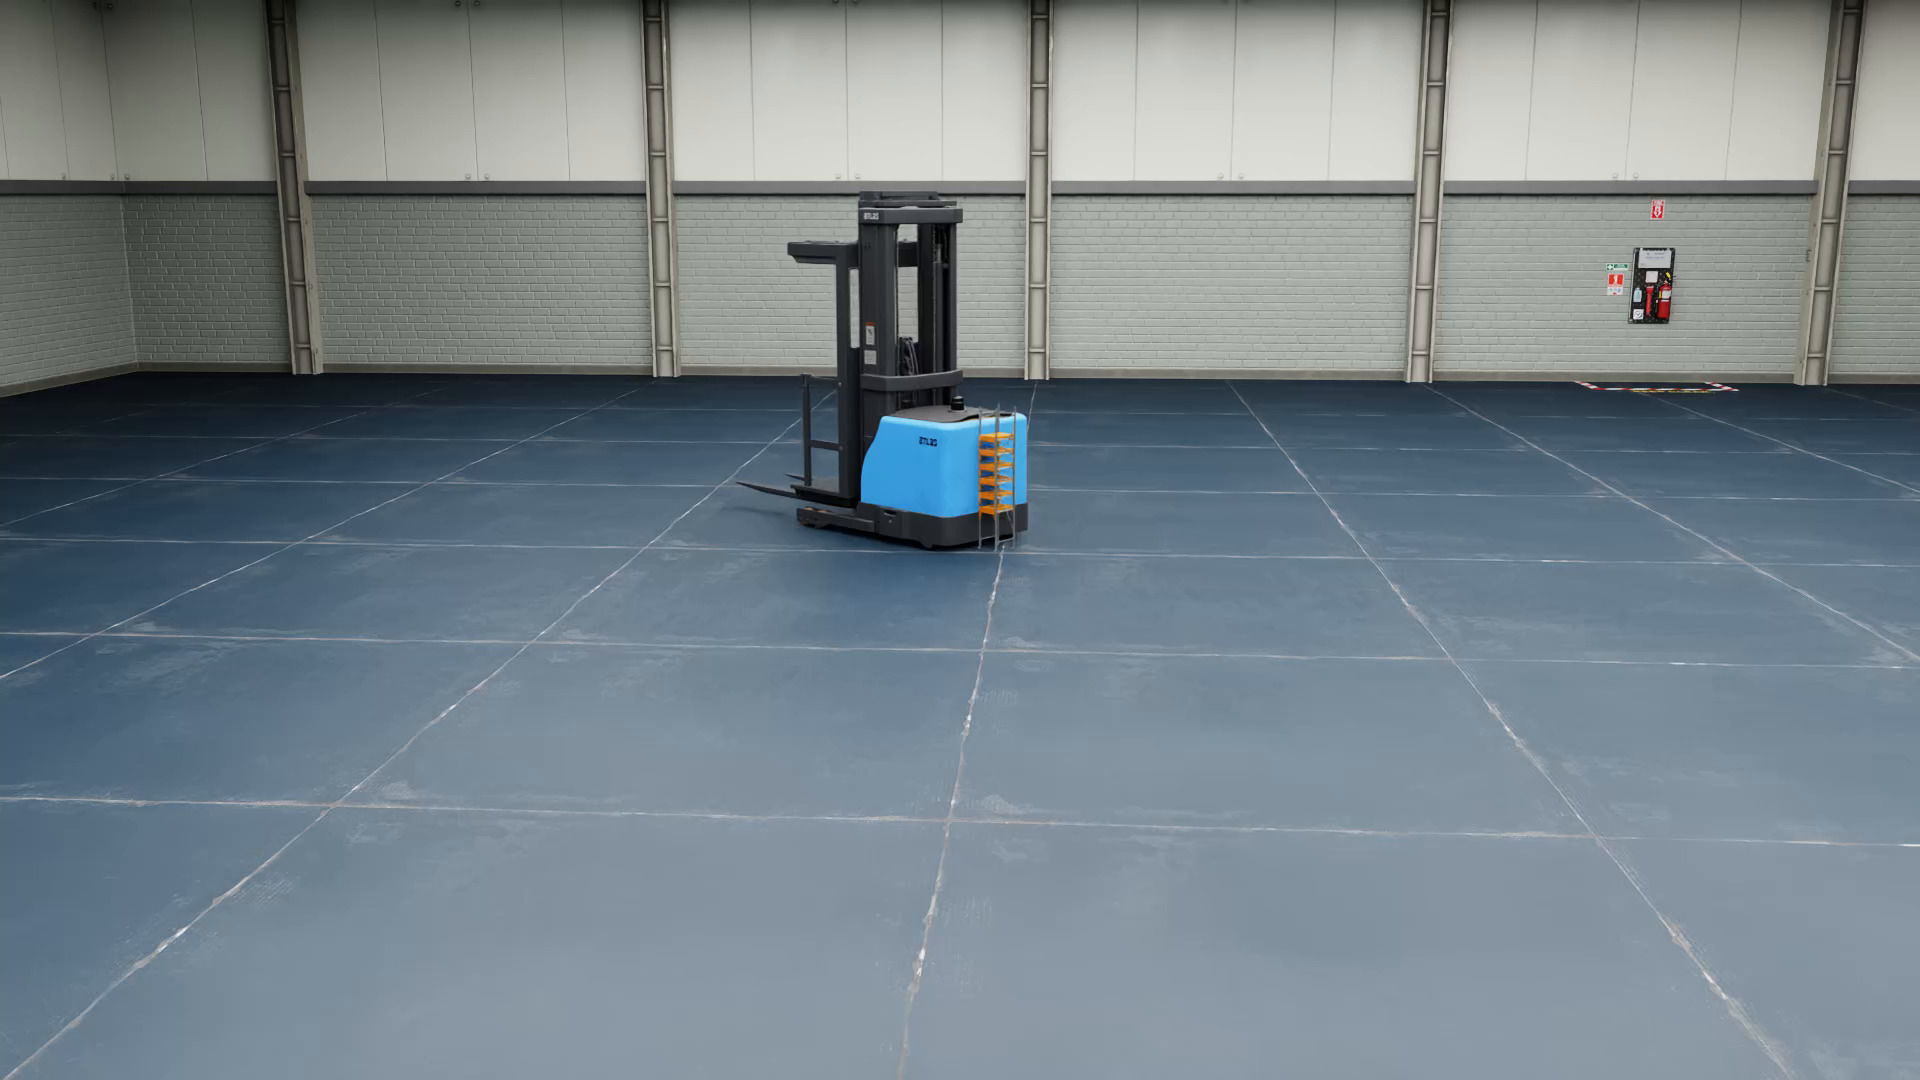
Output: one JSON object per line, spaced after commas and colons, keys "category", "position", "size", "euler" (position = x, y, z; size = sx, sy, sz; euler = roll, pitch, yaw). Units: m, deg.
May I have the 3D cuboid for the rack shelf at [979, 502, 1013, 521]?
{"category": "rack shelf", "position": [0.309, -0.237, 13.862], "size": [0.180, 0.103, 0.258], "euler": [11, 16, 43]}

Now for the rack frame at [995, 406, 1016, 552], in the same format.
{"category": "rack frame", "position": [0.374, -0.503, 13.741], "size": [0.006, 1.200, 0.240], "euler": [11, 16, 43]}

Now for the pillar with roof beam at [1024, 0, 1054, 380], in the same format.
{"category": "pillar with roof beam", "position": [0.943, -6.110, 21.500], "size": [0.400, 9.000, 9.100], "euler": [1, 12, 4]}

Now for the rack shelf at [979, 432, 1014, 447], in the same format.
{"category": "rack shelf", "position": [0.309, -0.825, 13.739], "size": [0.180, 0.103, 0.258], "euler": [11, 16, 43]}

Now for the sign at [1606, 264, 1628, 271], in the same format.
{"category": "sign", "position": [10.200, -4.234, 25.803], "size": [0.331, 0.109, 0.001], "euler": [1, 12, 4]}

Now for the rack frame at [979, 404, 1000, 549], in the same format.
{"category": "rack frame", "position": [0.244, -0.529, 13.866], "size": [0.006, 1.200, 0.240], "euler": [11, 16, 43]}

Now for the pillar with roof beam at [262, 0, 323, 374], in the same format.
{"category": "pillar with roof beam", "position": [-11.030, -6.274, 22.285], "size": [0.400, 9.000, 9.100], "euler": [1, 12, 4]}

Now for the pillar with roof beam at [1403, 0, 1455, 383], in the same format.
{"category": "pillar with roof beam", "position": [6.930, -6.028, 21.107], "size": [0.400, 9.000, 9.100], "euler": [1, 12, 4]}

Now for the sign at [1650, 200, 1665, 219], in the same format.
{"category": "sign", "position": [10.739, -5.086, 25.593], "size": [0.199, 0.298, 0.001], "euler": [1, 12, 4]}

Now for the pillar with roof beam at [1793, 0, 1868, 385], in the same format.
{"category": "pillar with roof beam", "position": [12.916, -5.946, 20.715], "size": [0.400, 9.000, 9.100], "euler": [1, 12, 4]}

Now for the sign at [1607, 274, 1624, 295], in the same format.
{"category": "sign", "position": [10.196, -3.977, 25.866], "size": [0.234, 0.329, 0.001], "euler": [1, 12, 4]}

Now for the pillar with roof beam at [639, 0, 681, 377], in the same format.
{"category": "pillar with roof beam", "position": [-5.043, -6.192, 21.892], "size": [0.400, 9.000, 9.100], "euler": [1, 12, 4]}

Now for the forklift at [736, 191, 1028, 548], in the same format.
{"category": "forklift", "position": [-0.817, -1.599, 14.756], "size": [3.031, 2.935, 1.130], "euler": [11, 16, 43]}

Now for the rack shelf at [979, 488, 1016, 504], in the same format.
{"category": "rack shelf", "position": [0.309, -0.355, 13.837], "size": [0.180, 0.103, 0.258], "euler": [11, 16, 43]}

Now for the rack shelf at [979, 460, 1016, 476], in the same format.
{"category": "rack shelf", "position": [0.309, -0.590, 13.788], "size": [0.180, 0.103, 0.258], "euler": [11, 16, 43]}

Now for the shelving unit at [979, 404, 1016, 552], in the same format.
{"category": "shelving unit", "position": [0.309, -0.516, 13.804], "size": [0.189, 1.200, 0.258], "euler": [11, 16, 43]}

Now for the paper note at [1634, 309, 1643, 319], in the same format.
{"category": "paper note", "position": [10.569, -3.516, 25.902], "size": [0.142, 0.148, 0.016], "euler": [1, 12, 4]}

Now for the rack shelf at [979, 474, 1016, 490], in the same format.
{"category": "rack shelf", "position": [0.309, -0.472, 13.813], "size": [0.180, 0.103, 0.258], "euler": [11, 16, 43]}

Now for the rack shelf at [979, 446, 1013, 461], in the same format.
{"category": "rack shelf", "position": [0.309, -0.707, 13.764], "size": [0.180, 0.103, 0.258], "euler": [11, 16, 43]}

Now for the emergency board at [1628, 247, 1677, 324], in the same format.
{"category": "emergency board", "position": [10.741, -3.931, 25.733], "size": [0.643, 1.169, 0.194], "euler": [1, 12, 4]}
